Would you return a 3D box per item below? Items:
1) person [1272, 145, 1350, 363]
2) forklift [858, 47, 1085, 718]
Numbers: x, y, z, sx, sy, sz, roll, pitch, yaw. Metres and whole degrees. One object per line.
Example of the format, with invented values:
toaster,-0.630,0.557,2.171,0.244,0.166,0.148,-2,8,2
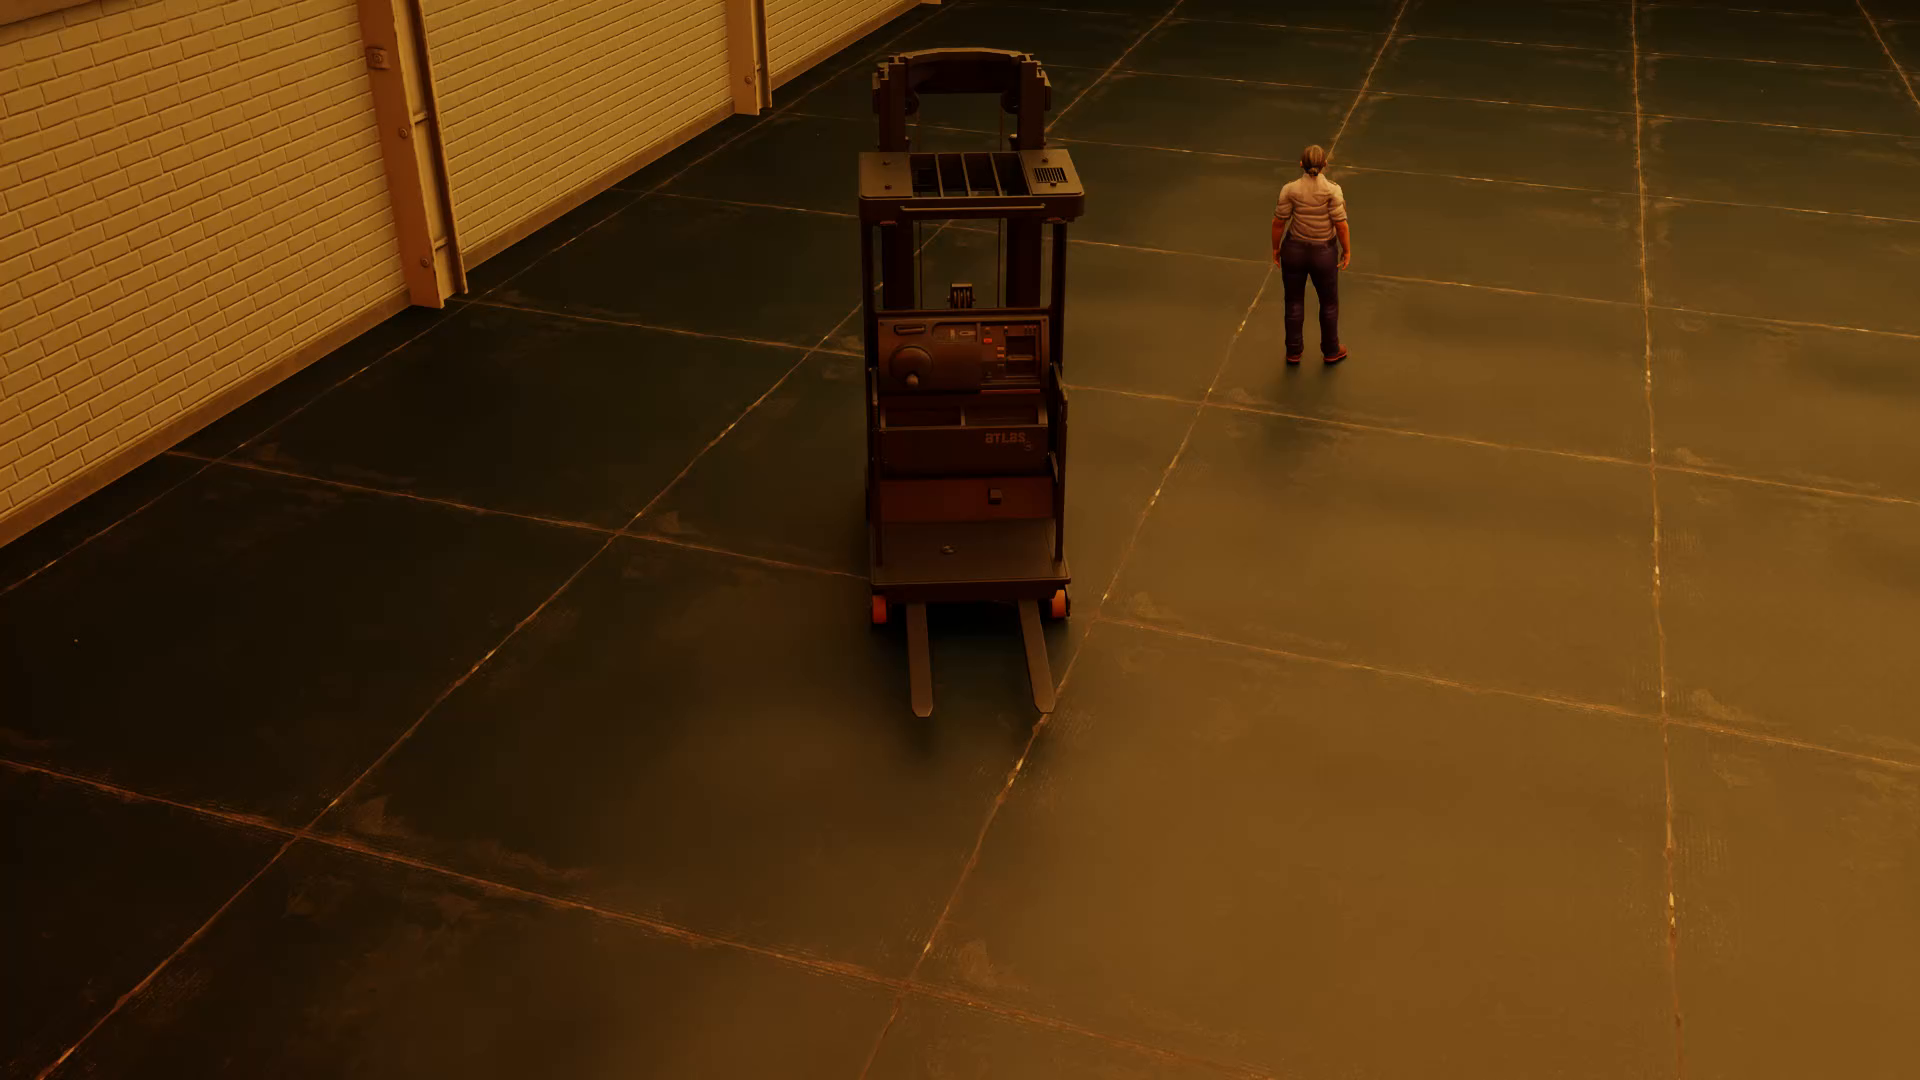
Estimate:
person,2.572,-2.085,12.076,0.598,1.651,0.502,11,32,19
forklift,0.035,-0.972,8.842,1.130,2.935,3.031,-2,30,-3
